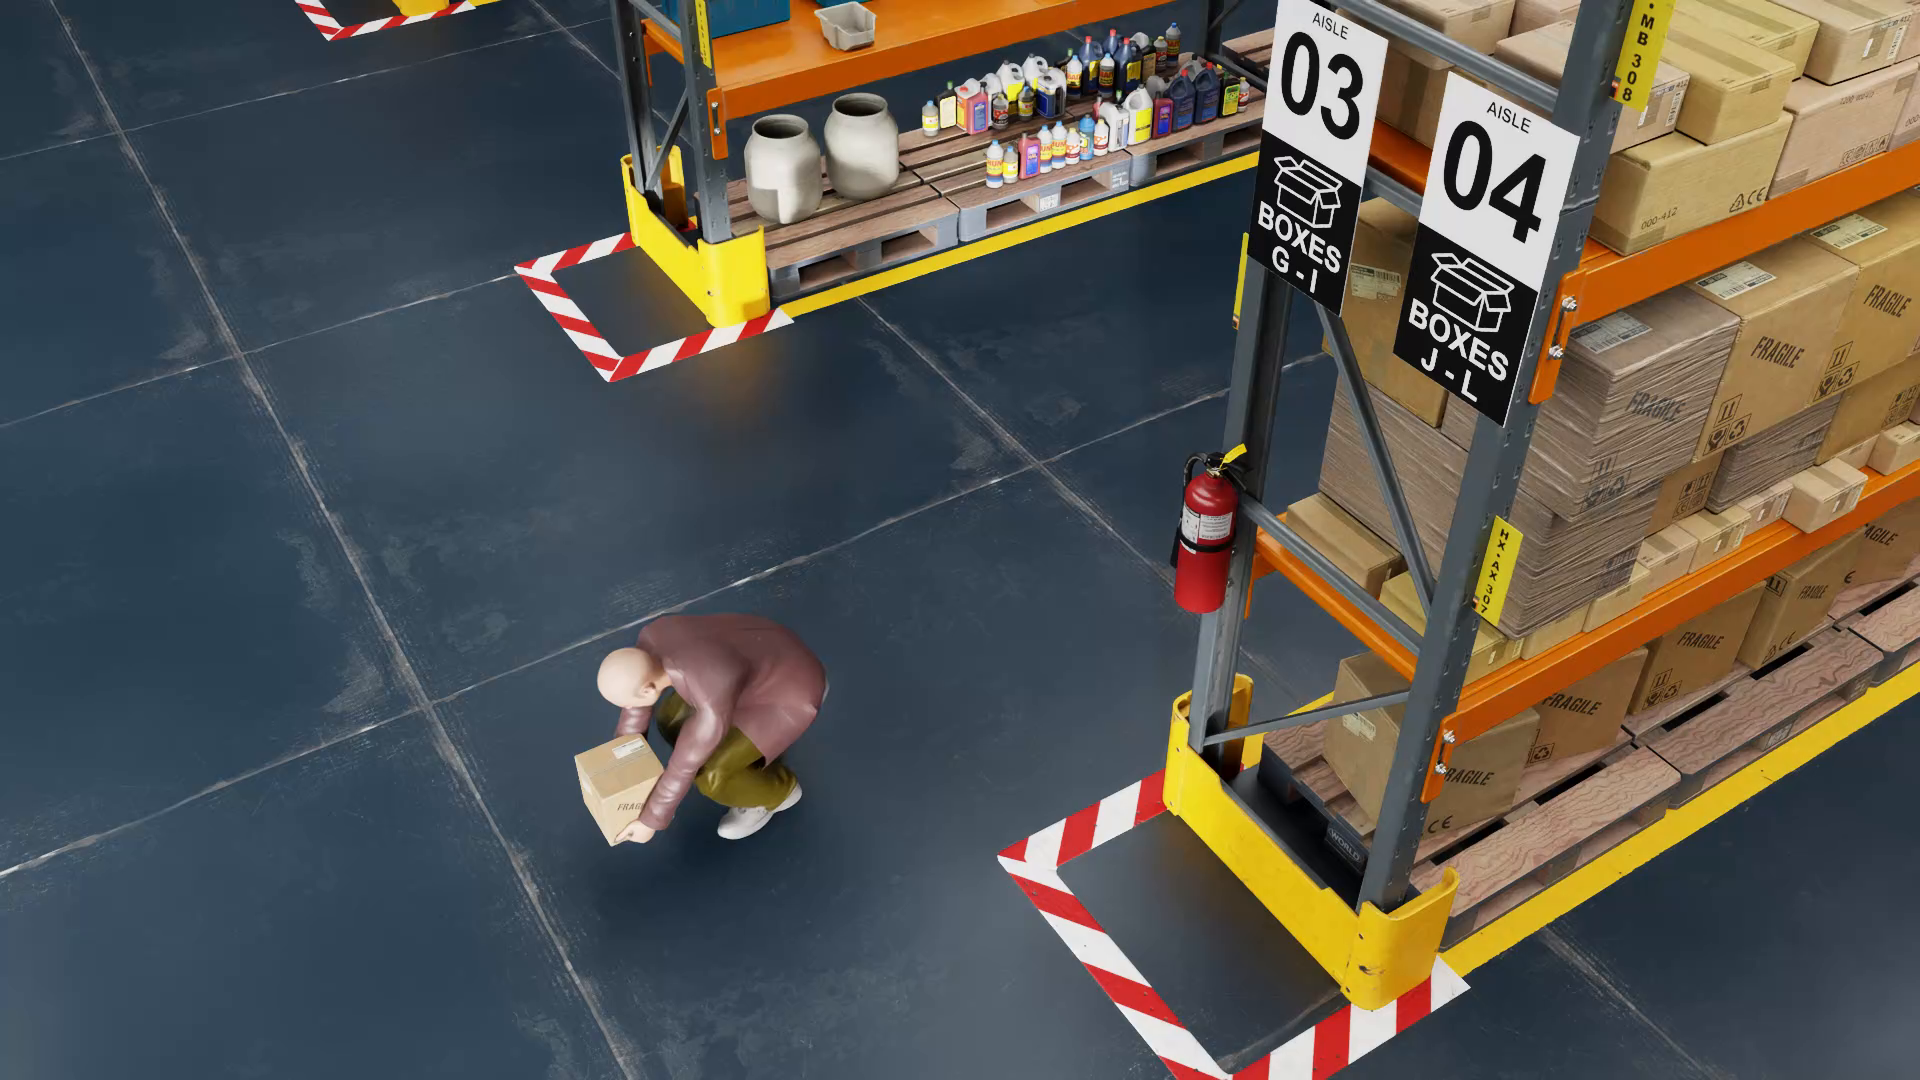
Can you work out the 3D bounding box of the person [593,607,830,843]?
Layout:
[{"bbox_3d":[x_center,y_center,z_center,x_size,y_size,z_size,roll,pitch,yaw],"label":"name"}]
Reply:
[{"bbox_3d":[-0.908,0.631,6.023,0.931,1.006,0.573,-24,46,-25],"label":"person"}]
